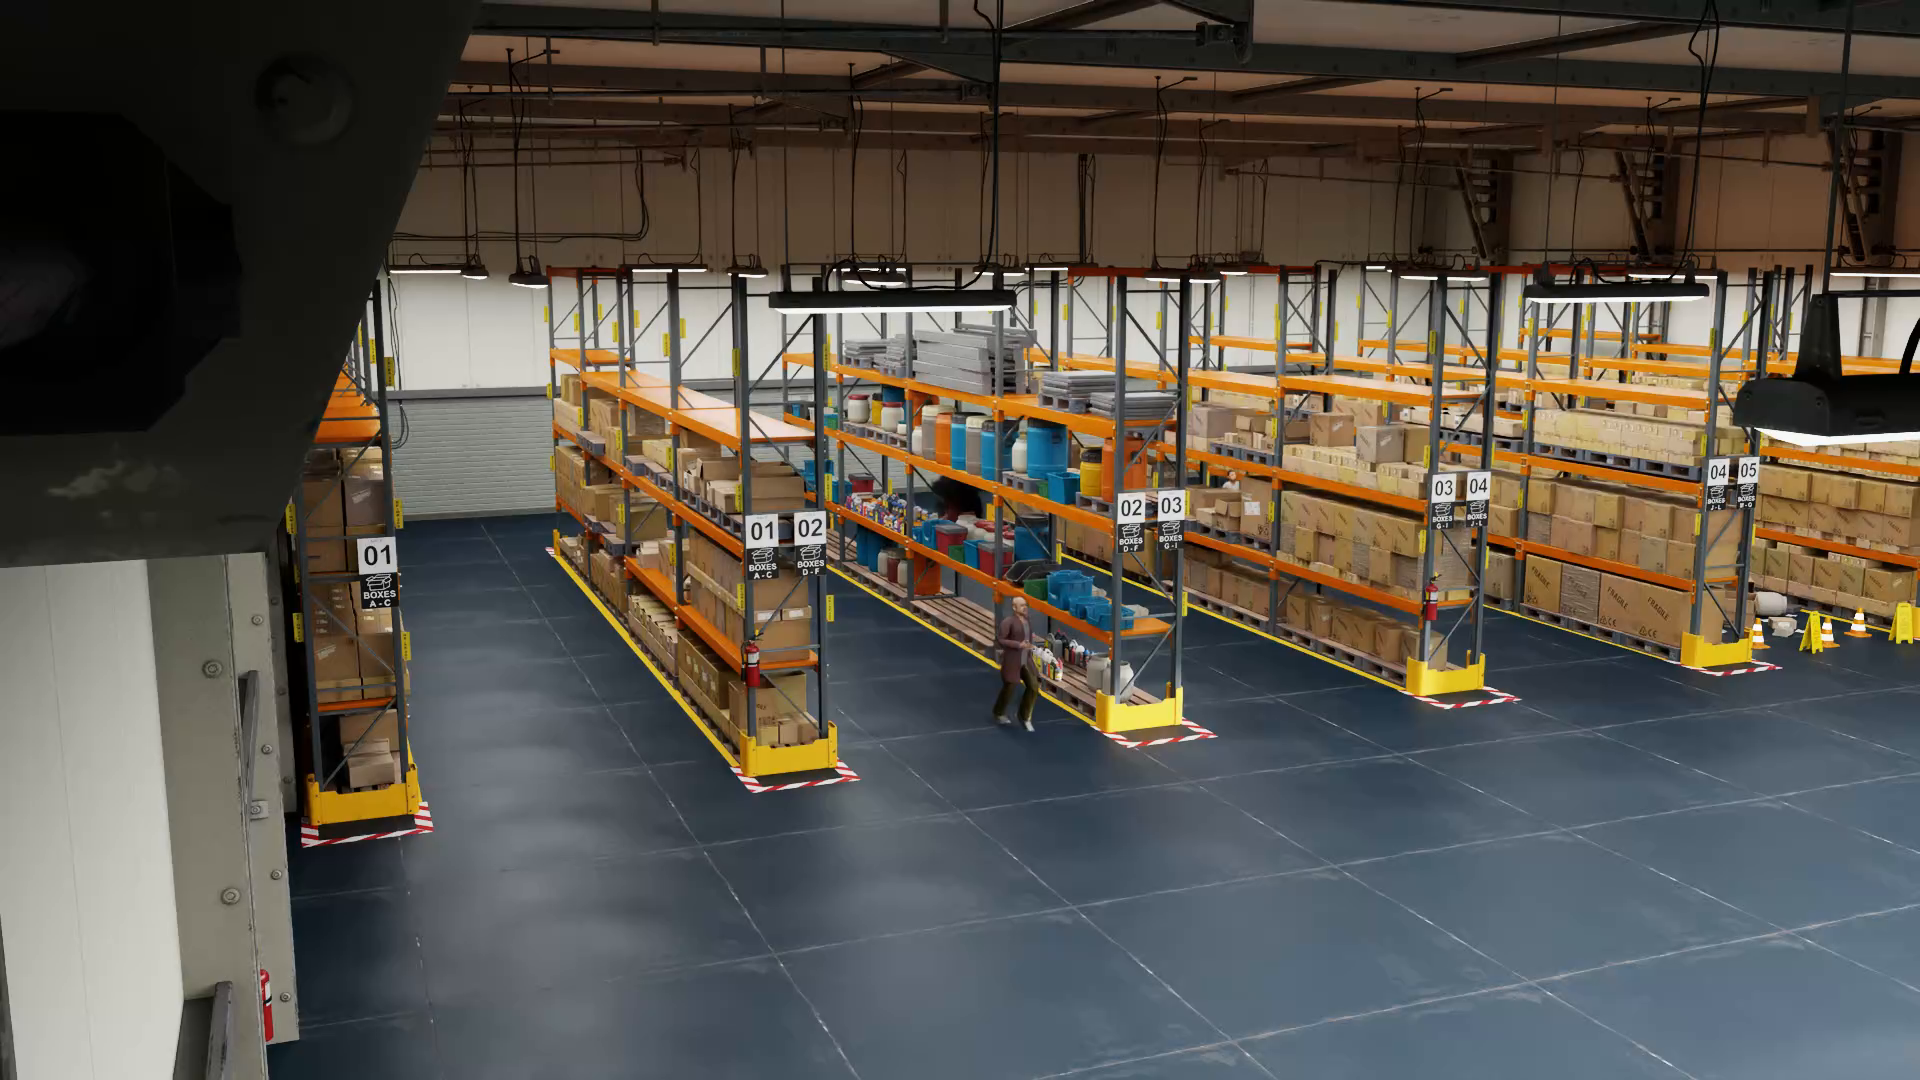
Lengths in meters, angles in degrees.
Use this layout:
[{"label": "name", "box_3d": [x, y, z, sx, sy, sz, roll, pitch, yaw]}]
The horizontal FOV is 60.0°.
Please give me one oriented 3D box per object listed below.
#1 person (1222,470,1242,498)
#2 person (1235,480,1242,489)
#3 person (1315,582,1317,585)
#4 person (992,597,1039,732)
[{"label": "person", "box_3d": [5.908, -0.699, 35.934, 0.574, 1.649, 0.668, -3, 10, -17]}, {"label": "person", "box_3d": [6.965, -1.575, 41.214, 0.553, 1.588, 0.578, -7, 12, -35]}, {"label": "person", "box_3d": [6.814, -0.004, 31.915, 0.545, 1.720, 0.768, -6, 11, -30]}, {"label": "person", "box_3d": [0.752, 1.661, 22.112, 0.700, 1.854, 0.818, -8, 13, -38]}]
